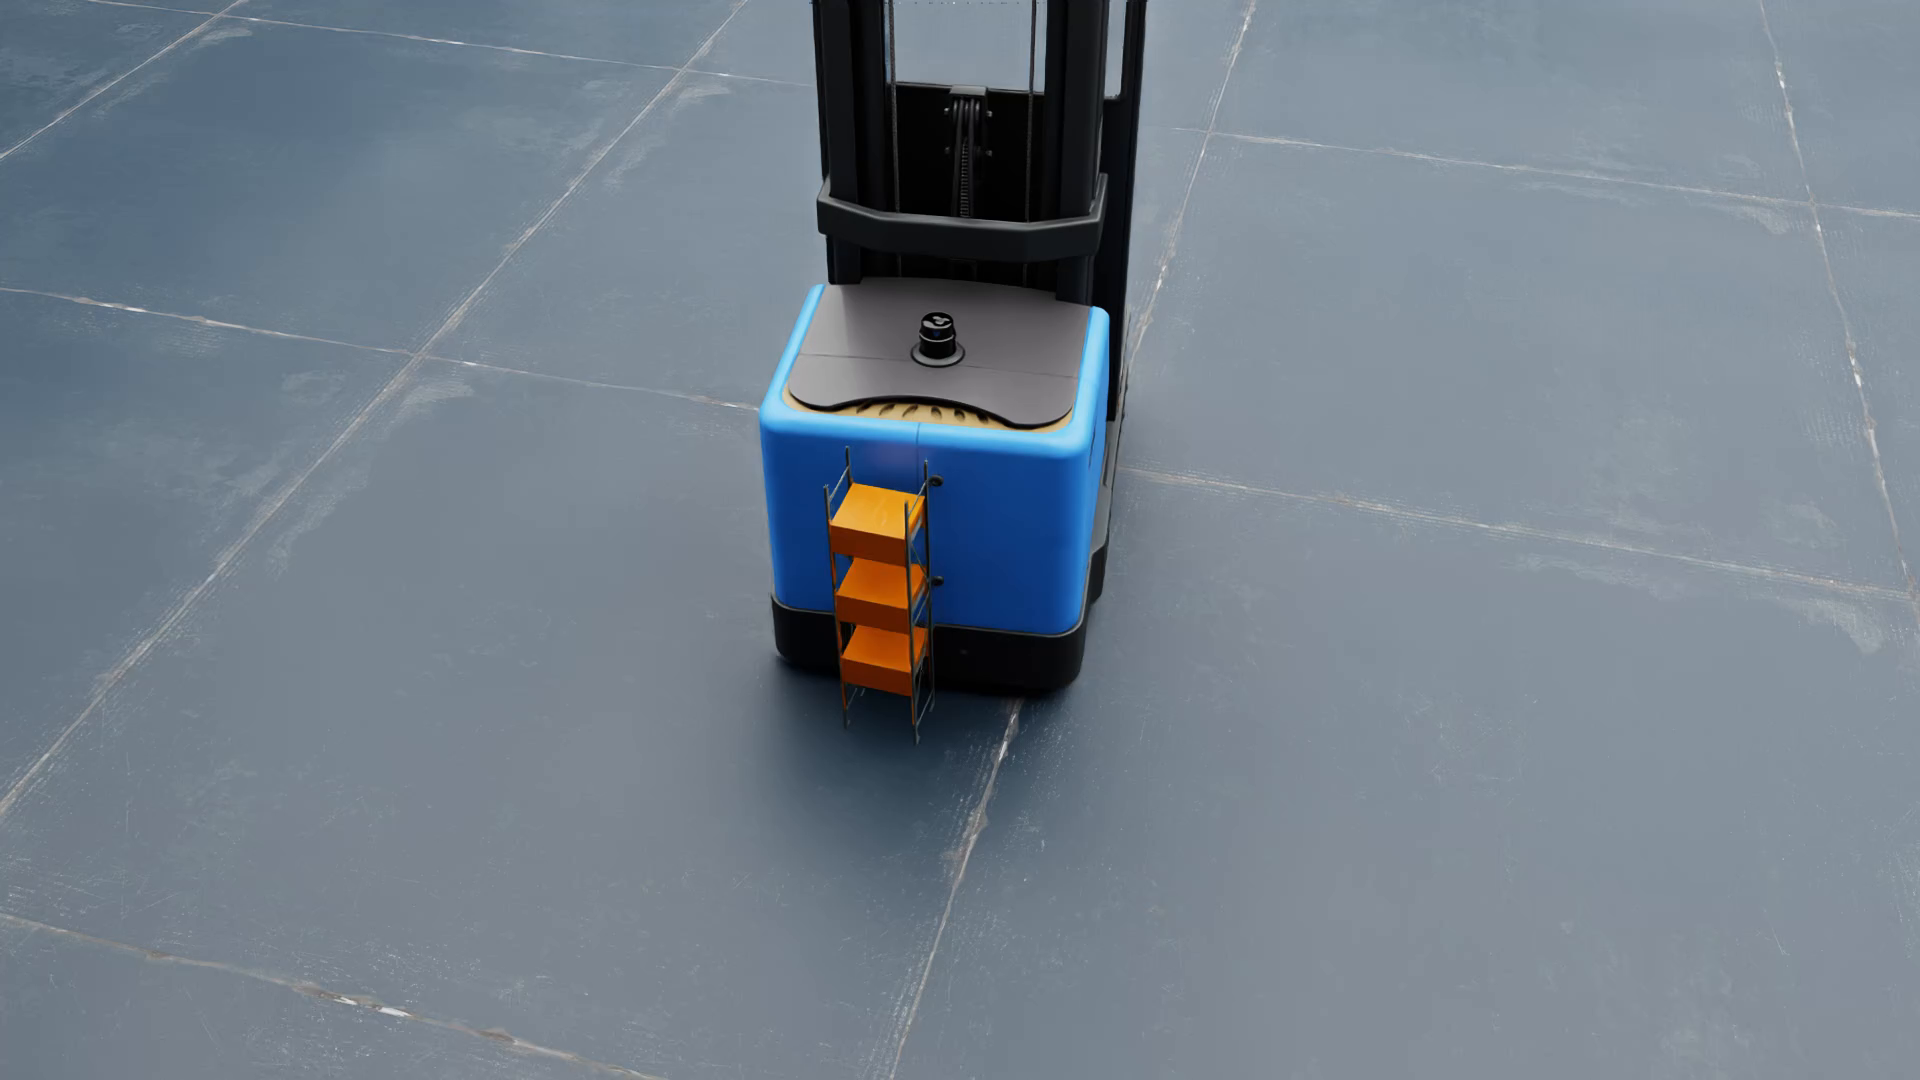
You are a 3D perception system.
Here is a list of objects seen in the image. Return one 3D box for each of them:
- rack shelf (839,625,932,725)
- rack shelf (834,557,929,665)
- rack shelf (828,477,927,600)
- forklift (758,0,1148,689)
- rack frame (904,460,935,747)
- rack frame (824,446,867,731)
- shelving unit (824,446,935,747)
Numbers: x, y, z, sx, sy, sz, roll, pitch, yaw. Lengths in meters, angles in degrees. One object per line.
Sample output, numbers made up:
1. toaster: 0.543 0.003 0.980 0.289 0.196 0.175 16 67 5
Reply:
1. rack shelf: -0.235 0.413 5.384 0.240 0.259 0.215 11 43 13
2. rack shelf: -0.238 0.206 5.199 0.240 0.259 0.215 11 43 13
3. rack shelf: -0.241 -0.005 5.009 0.240 0.259 0.215 11 43 13
4. forklift: 0.099 -1.573 5.844 1.130 2.935 3.031 6 40 7
5. rack frame: -0.122 0.221 5.164 0.008 1.050 0.200 11 43 13
6. rack frame: -0.355 0.176 5.219 0.008 1.050 0.200 11 43 13
7. shelving unit: -0.238 0.198 5.191 0.252 1.050 0.215 11 43 13
